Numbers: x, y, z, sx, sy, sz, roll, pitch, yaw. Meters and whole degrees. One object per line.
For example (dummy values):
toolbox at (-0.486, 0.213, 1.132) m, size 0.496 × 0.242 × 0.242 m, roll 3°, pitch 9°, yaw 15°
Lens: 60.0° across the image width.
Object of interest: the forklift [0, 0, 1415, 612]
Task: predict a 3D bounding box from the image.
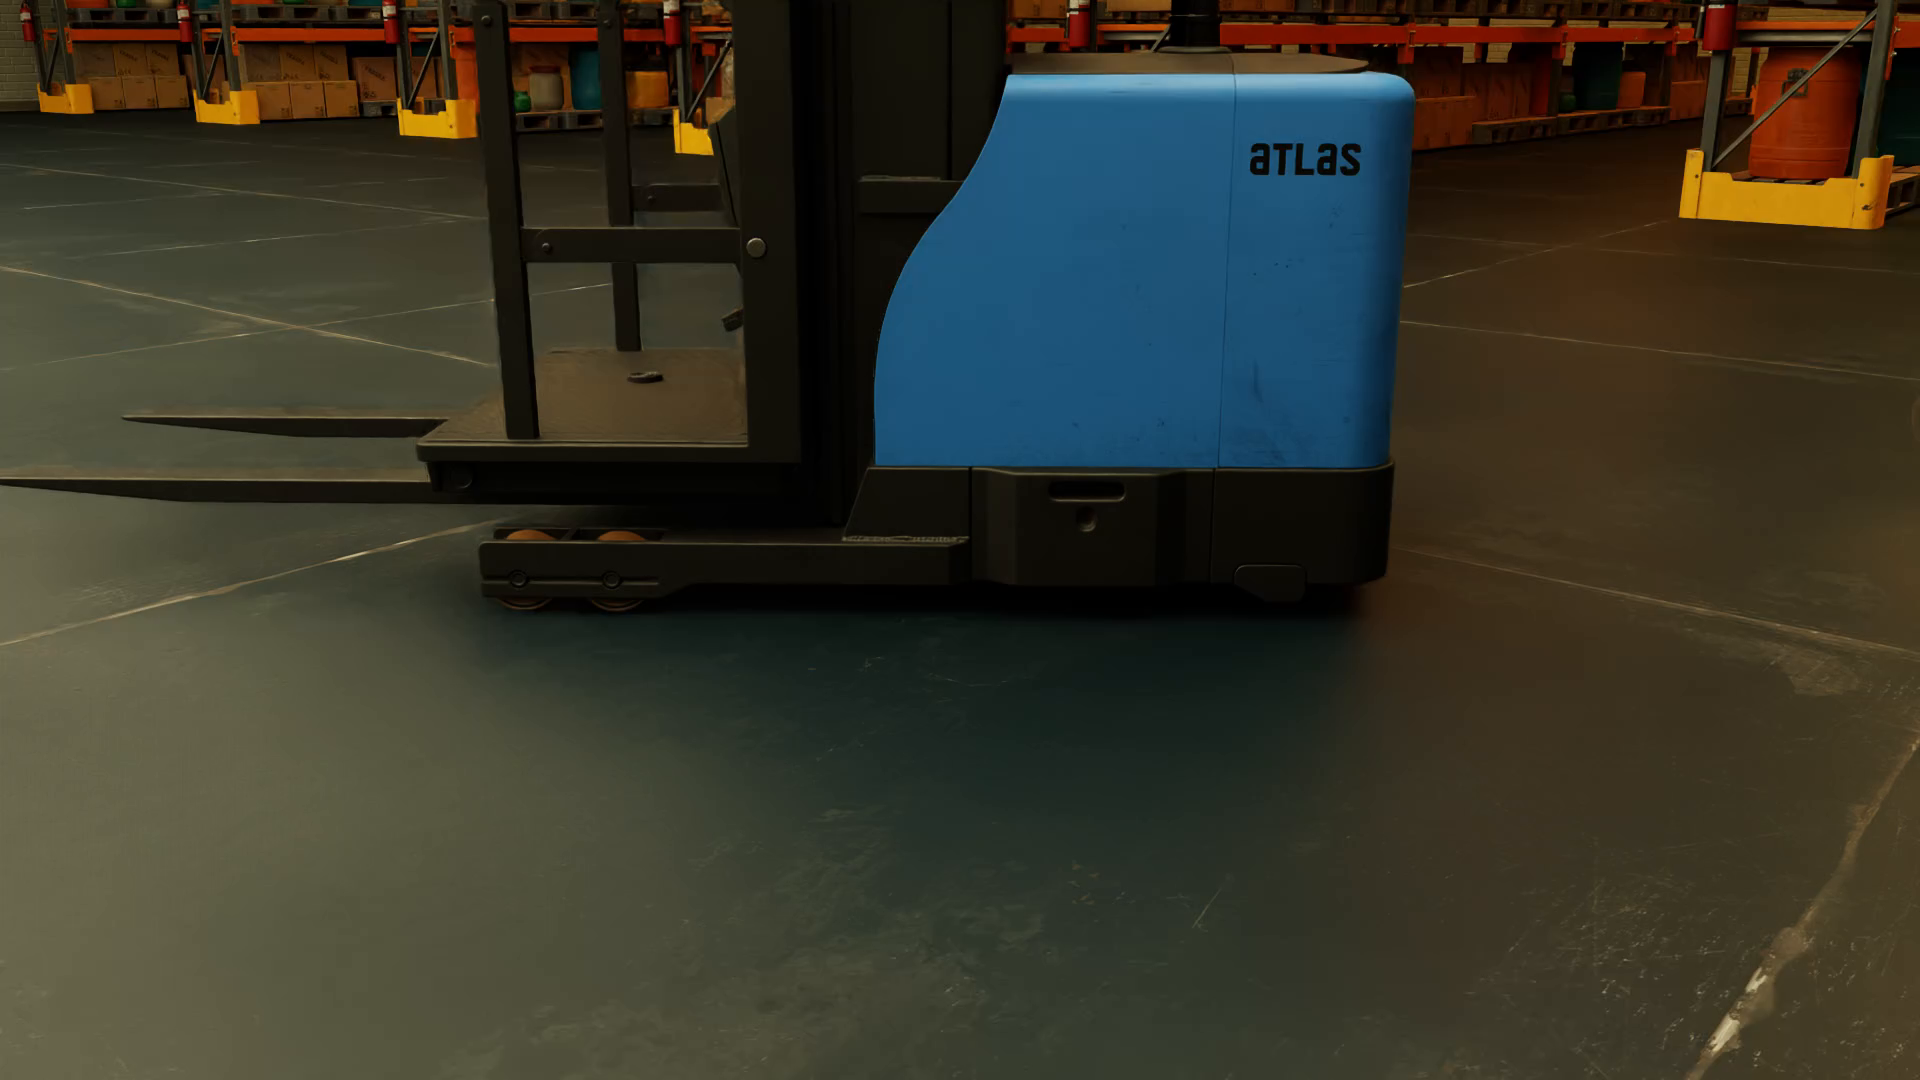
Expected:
forklift at (-0.611, -1.406, 3.529) m, size 3.031 × 2.935 × 1.130 m, roll 0°, pitch 17°, yaw 2°
